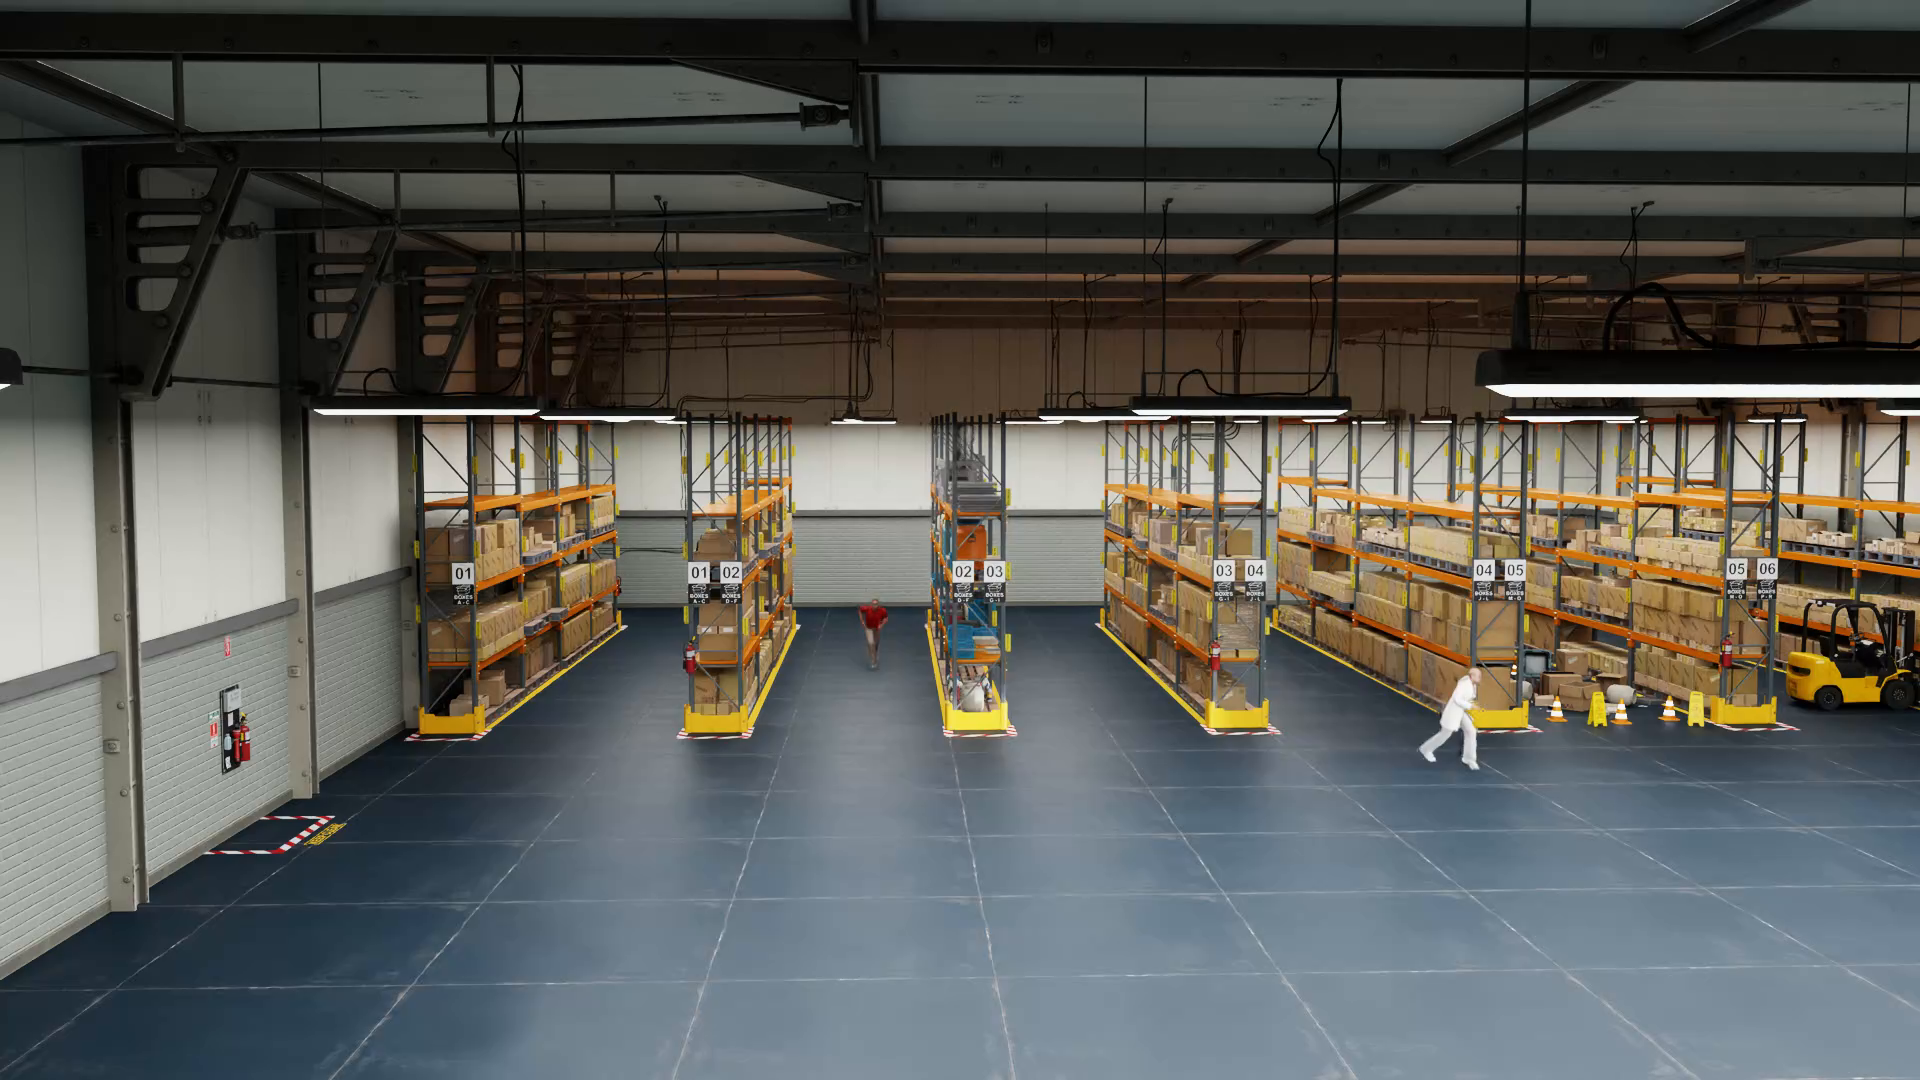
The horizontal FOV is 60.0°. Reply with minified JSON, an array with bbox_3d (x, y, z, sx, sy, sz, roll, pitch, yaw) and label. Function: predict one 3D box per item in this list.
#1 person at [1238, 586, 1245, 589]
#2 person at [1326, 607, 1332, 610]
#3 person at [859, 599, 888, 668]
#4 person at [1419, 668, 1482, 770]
[{"bbox_3d":[8.218,1.603,47.964,0.702,1.828,0.652,2,5,32],"label":"person"},{"bbox_3d":[10.820,1.572,48.208,0.717,1.789,0.682,-2,4,-26],"label":"person"},{"bbox_3d":[-2.078,2.214,39.930,0.705,1.696,1.020,0,4,-5],"label":"person"},{"bbox_3d":[8.275,2.992,28.030,1.060,1.745,0.749,3,5,33],"label":"person"}]
